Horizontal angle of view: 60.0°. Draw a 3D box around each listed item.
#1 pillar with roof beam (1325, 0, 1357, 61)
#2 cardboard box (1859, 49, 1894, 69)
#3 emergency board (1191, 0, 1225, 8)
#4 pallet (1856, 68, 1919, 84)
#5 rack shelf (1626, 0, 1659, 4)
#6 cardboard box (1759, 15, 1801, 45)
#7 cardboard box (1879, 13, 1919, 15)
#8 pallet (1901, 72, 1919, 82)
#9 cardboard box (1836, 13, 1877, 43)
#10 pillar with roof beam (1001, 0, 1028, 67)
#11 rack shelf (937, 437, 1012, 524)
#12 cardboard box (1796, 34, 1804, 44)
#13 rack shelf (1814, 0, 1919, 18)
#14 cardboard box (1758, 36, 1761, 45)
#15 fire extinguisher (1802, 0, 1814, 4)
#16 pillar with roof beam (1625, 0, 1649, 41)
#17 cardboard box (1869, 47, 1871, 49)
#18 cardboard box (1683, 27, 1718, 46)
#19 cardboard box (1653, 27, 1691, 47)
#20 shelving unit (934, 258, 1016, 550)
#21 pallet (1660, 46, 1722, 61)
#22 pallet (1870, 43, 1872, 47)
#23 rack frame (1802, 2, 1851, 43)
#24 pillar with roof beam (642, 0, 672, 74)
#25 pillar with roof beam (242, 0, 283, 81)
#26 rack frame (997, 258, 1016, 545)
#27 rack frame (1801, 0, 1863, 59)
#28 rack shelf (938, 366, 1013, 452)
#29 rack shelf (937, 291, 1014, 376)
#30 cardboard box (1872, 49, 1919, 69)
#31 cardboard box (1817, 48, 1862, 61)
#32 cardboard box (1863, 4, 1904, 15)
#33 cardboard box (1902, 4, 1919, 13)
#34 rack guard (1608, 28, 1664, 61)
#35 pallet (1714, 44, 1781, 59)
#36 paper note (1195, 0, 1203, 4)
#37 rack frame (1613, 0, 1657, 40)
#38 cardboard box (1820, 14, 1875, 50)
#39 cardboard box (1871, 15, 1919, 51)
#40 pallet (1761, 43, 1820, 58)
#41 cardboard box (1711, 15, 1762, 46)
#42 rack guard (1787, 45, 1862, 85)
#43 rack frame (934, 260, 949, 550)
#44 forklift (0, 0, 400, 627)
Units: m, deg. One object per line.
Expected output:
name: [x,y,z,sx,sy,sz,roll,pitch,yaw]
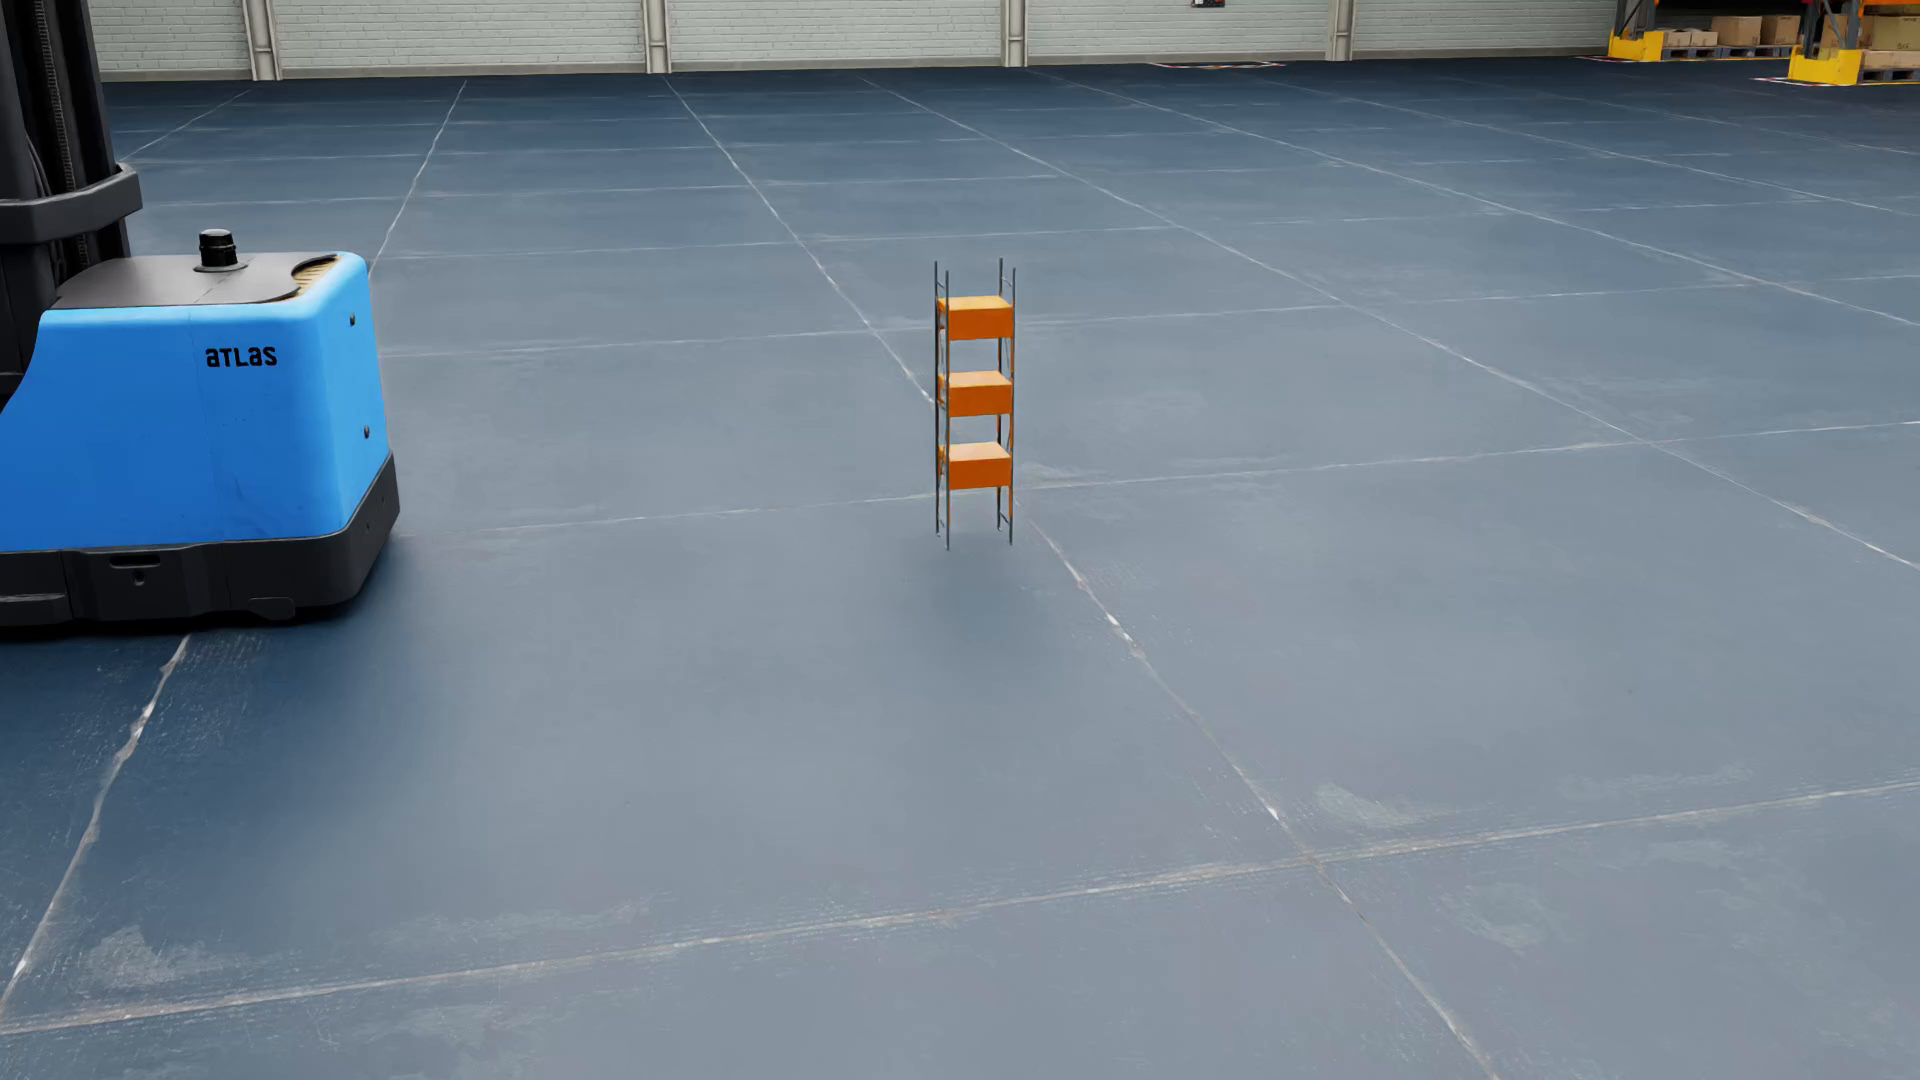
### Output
pillar with roof beam: [7.754,-11.365,24.256,0.400,9.000,9.100,-5,21,-12]
cardboard box: [13.836,-7.335,25.364,0.500,0.250,0.500,-5,21,-12]
emergency board: [4.349,-9.806,28.723,0.643,1.169,0.194,-5,21,-12]
pallet: [13.998,-7.226,25.734,1.213,0.211,1.003,-5,21,-12]
rack shelf: [14.066,-9.939,30.132,4.000,0.370,1.077,-5,21,-12]
cardboard box: [15.012,-9.373,30.534,0.500,0.500,0.500,-6,21,-17]
cardboard box: [14.686,-7.945,25.940,0.500,0.500,0.500,-5,21,-12]
pallet: [15.183,-7.321,25.994,1.213,0.211,1.003,-5,21,-12]
cardboard box: [16.725,-9.532,30.969,0.500,0.500,0.700,-4,20,-11]
pillar with roof beam: [1.915,-10.890,22.960,0.400,9.000,9.100,-5,21,-12]
rack shelf: [0.052,-0.226,6.245,0.240,0.259,0.215,-5,21,-12]
cardboard box: [15.499,-9.259,30.709,0.250,0.166,0.380,-7,21,-20]
rack shelf: [15.210,-8.281,25.607,4.000,0.370,1.077,-5,21,-12]
cardboard box: [14.451,-9.183,30.528,0.250,0.149,0.380,-6,21,-17]
fire extinguisher: [13.041,-8.571,25.463,0.183,0.674,0.296,-5,21,-12]
pillar with roof beam: [13.593,-11.840,25.553,0.400,9.000,9.100,-5,21,-12]
cardboard box: [14.201,-7.552,25.956,0.500,0.250,0.500,-5,21,-12]
cardboard box: [13.369,-9.132,30.154,0.500,0.311,0.500,-3,20,-8]
cardboard box: [12.814,-9.087,30.031,0.500,0.311,0.500,-7,21,-19]
shelving unit: [0.052,-0.497,6.146,0.252,1.050,0.215,-5,21,-12]
pallet: [12.992,-8.868,30.216,1.213,0.211,1.003,-5,21,-12]
pallet: [16.770,-9.188,31.090,1.213,0.211,1.003,-5,21,-12]
rack frame: [16.012,-10.435,30.441,0.127,3.000,1.000,-5,21,-12]
pillar with roof beam: [-3.924,-10.415,21.663,0.400,9.000,9.100,-5,21,-12]
pillar with roof beam: [-9.763,-9.940,20.367,0.400,9.000,9.100,-5,21,-12]
rack frame: [0.171,-0.507,6.172,0.008,1.050,0.200,-5,21,-12]
rack frame: [13.263,-8.461,25.051,0.127,3.000,1.000,-5,21,-12]
rack shelf: [0.052,-0.487,6.149,0.240,0.259,0.215,-5,21,-12]
rack shelf: [0.052,-0.754,6.052,0.240,0.259,0.215,-5,21,-12]
cardboard box: [14.322,-7.376,25.475,0.500,0.250,0.500,-5,21,-12]
cardboard box: [13.717,-7.508,25.837,0.500,0.250,0.500,-5,21,-12]
cardboard box: [17.153,-9.920,30.939,0.500,0.250,0.500,-5,21,-14]
cardboard box: [17.658,-9.962,31.055,0.500,0.250,0.500,-5,21,-14]
rack guard: [12.194,-8.951,30.023,0.348,0.500,1.175,-5,21,-12]
pallet: [14.177,-8.963,30.476,1.213,0.211,1.003,-5,21,-12]
paper note: [4.161,-9.401,28.899,0.142,0.148,0.016,-5,21,-12]
rack frame: [12.120,-10.119,29.577,0.127,3.000,1.000,-5,21,-12]
cardboard box: [13.717,-7.861,25.710,0.500,0.500,0.500,-5,21,-12]
cardboard box: [14.322,-7.727,25.345,0.500,0.500,0.500,-5,21,-12]
pallet: [15.367,-9.061,30.743,1.213,0.211,1.003,-5,21,-12]
cardboard box: [14.094,-9.263,30.234,0.500,0.500,0.700,-6,21,-16]
rack guard: [13.240,-7.285,25.475,0.348,0.500,1.175,-5,21,-12]
rack frame: [-0.067,-0.488,6.119,0.008,1.050,0.200,-5,21,-12]
forklift: [-3.593,-1.197,5.322,3.031,2.935,1.130,-3,20,-8]
